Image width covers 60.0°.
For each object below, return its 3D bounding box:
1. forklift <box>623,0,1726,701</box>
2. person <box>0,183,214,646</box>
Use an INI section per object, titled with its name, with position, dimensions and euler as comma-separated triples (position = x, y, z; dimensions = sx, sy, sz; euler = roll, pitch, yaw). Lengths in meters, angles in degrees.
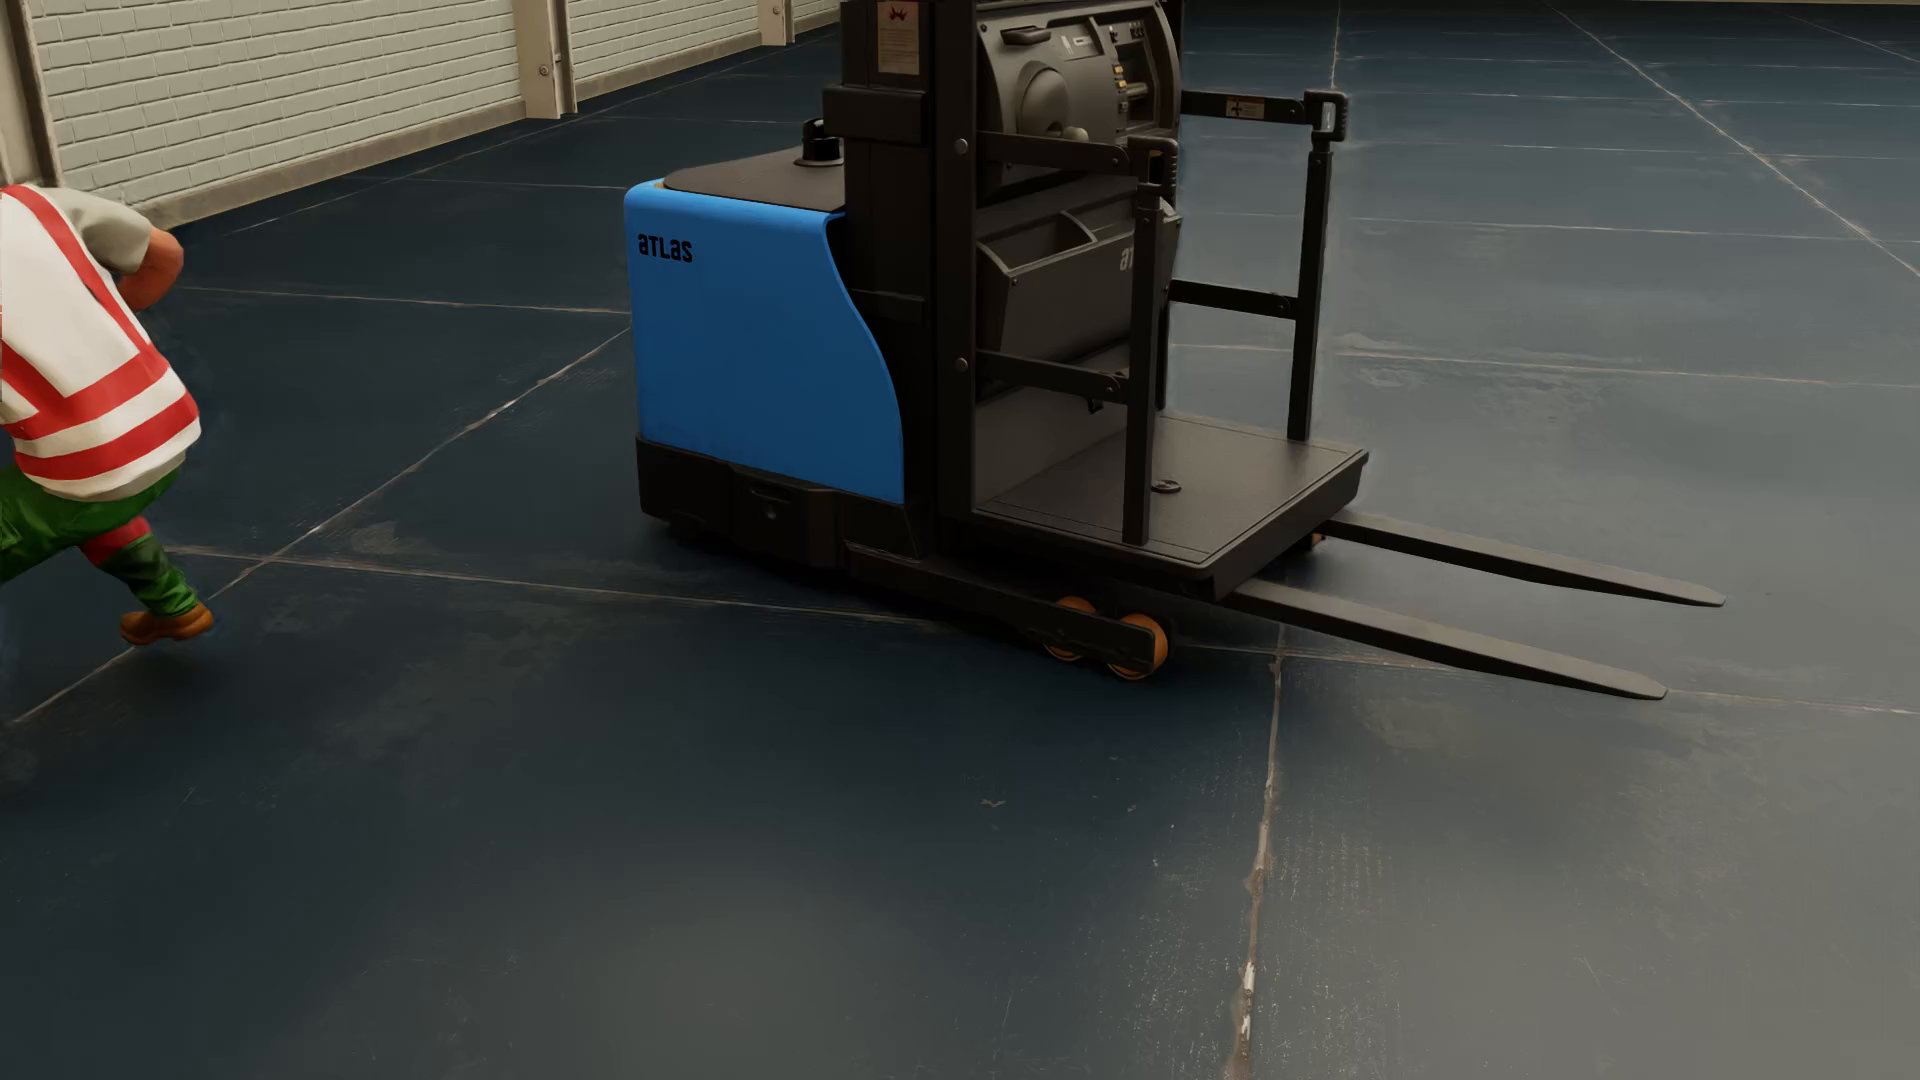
[forklift]
position = 0.502, -1.226, 4.274
dimensions = 3.031, 2.935, 1.130
euler = 15, 26, 32
[person]
position = -2.177, -0.203, 3.723
dimensions = 0.777, 1.540, 0.898
euler = 9, 24, 21
